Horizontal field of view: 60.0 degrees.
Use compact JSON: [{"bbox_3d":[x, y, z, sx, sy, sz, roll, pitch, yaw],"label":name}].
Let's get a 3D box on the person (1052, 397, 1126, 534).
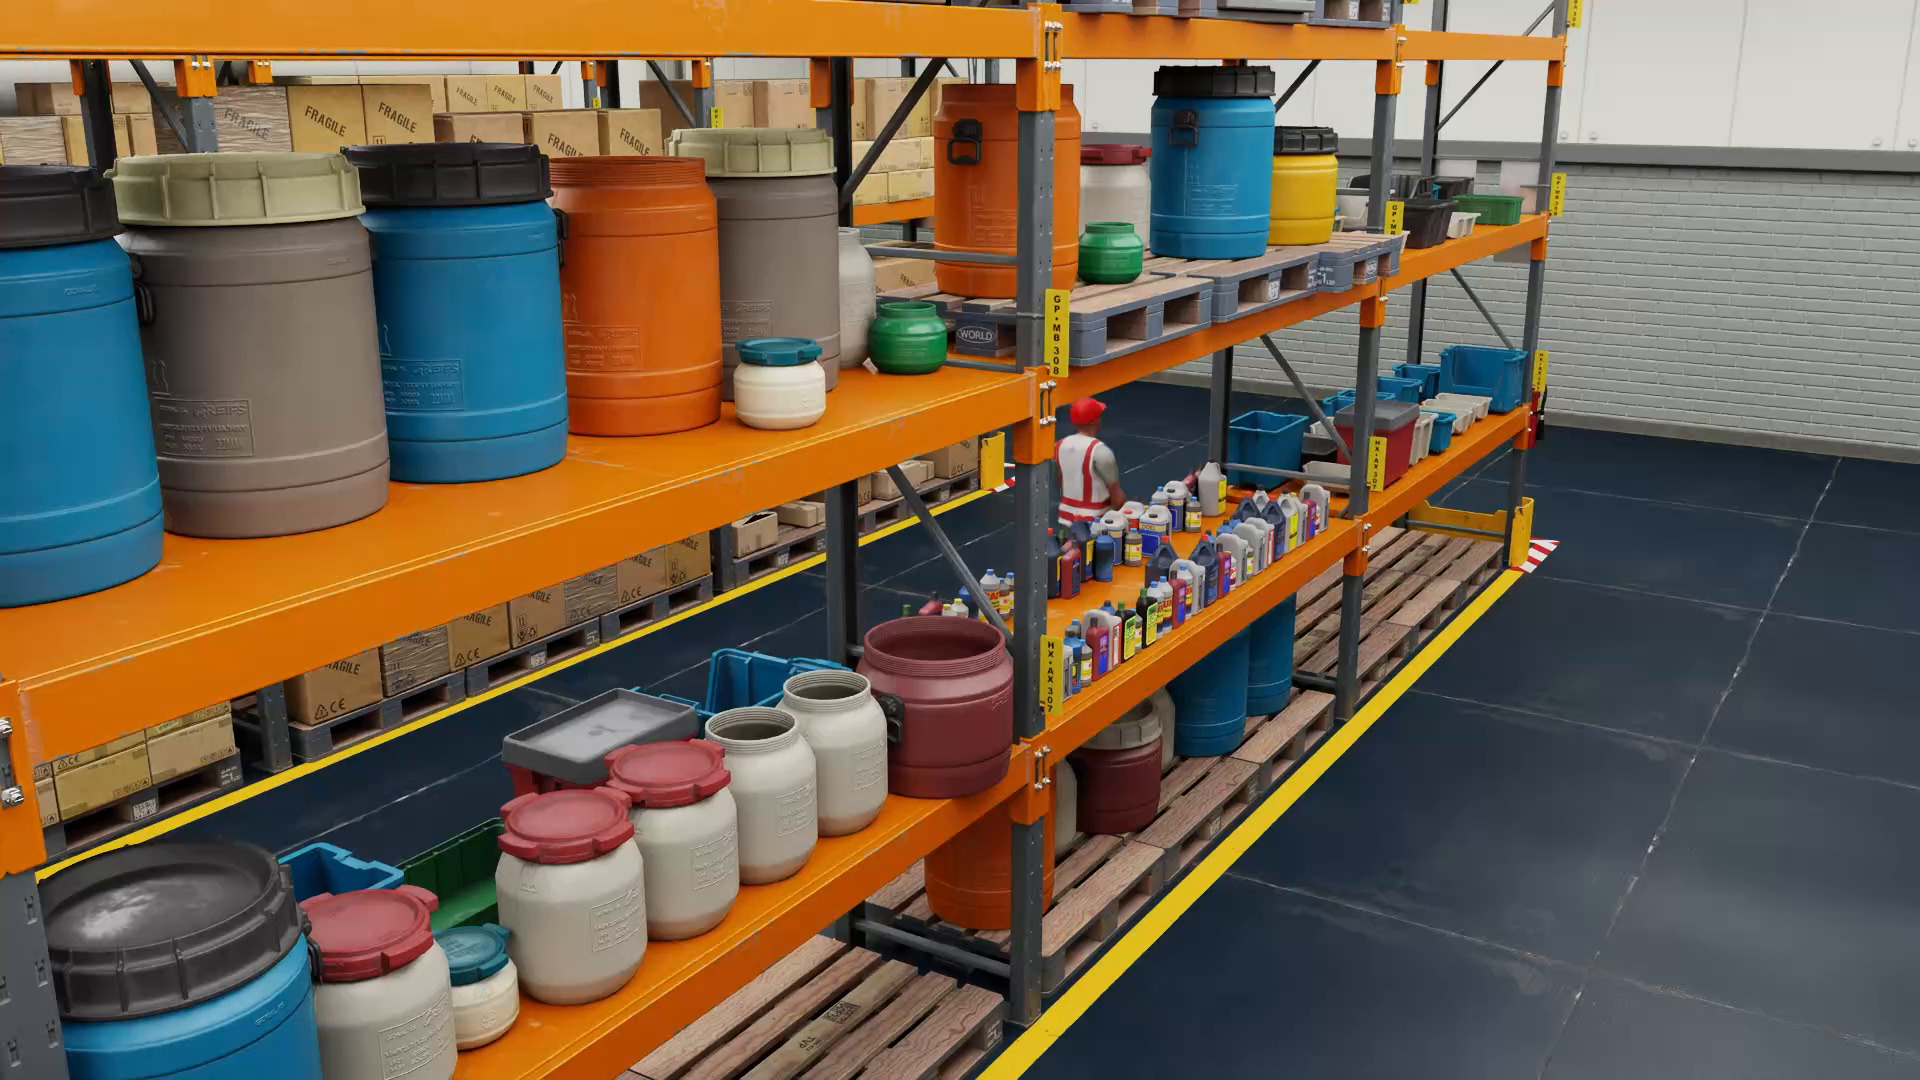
[{"bbox_3d":[0.911,-0.110,11.366,0.466,1.791,0.556,-13,21,-39],"label":"person"}]
